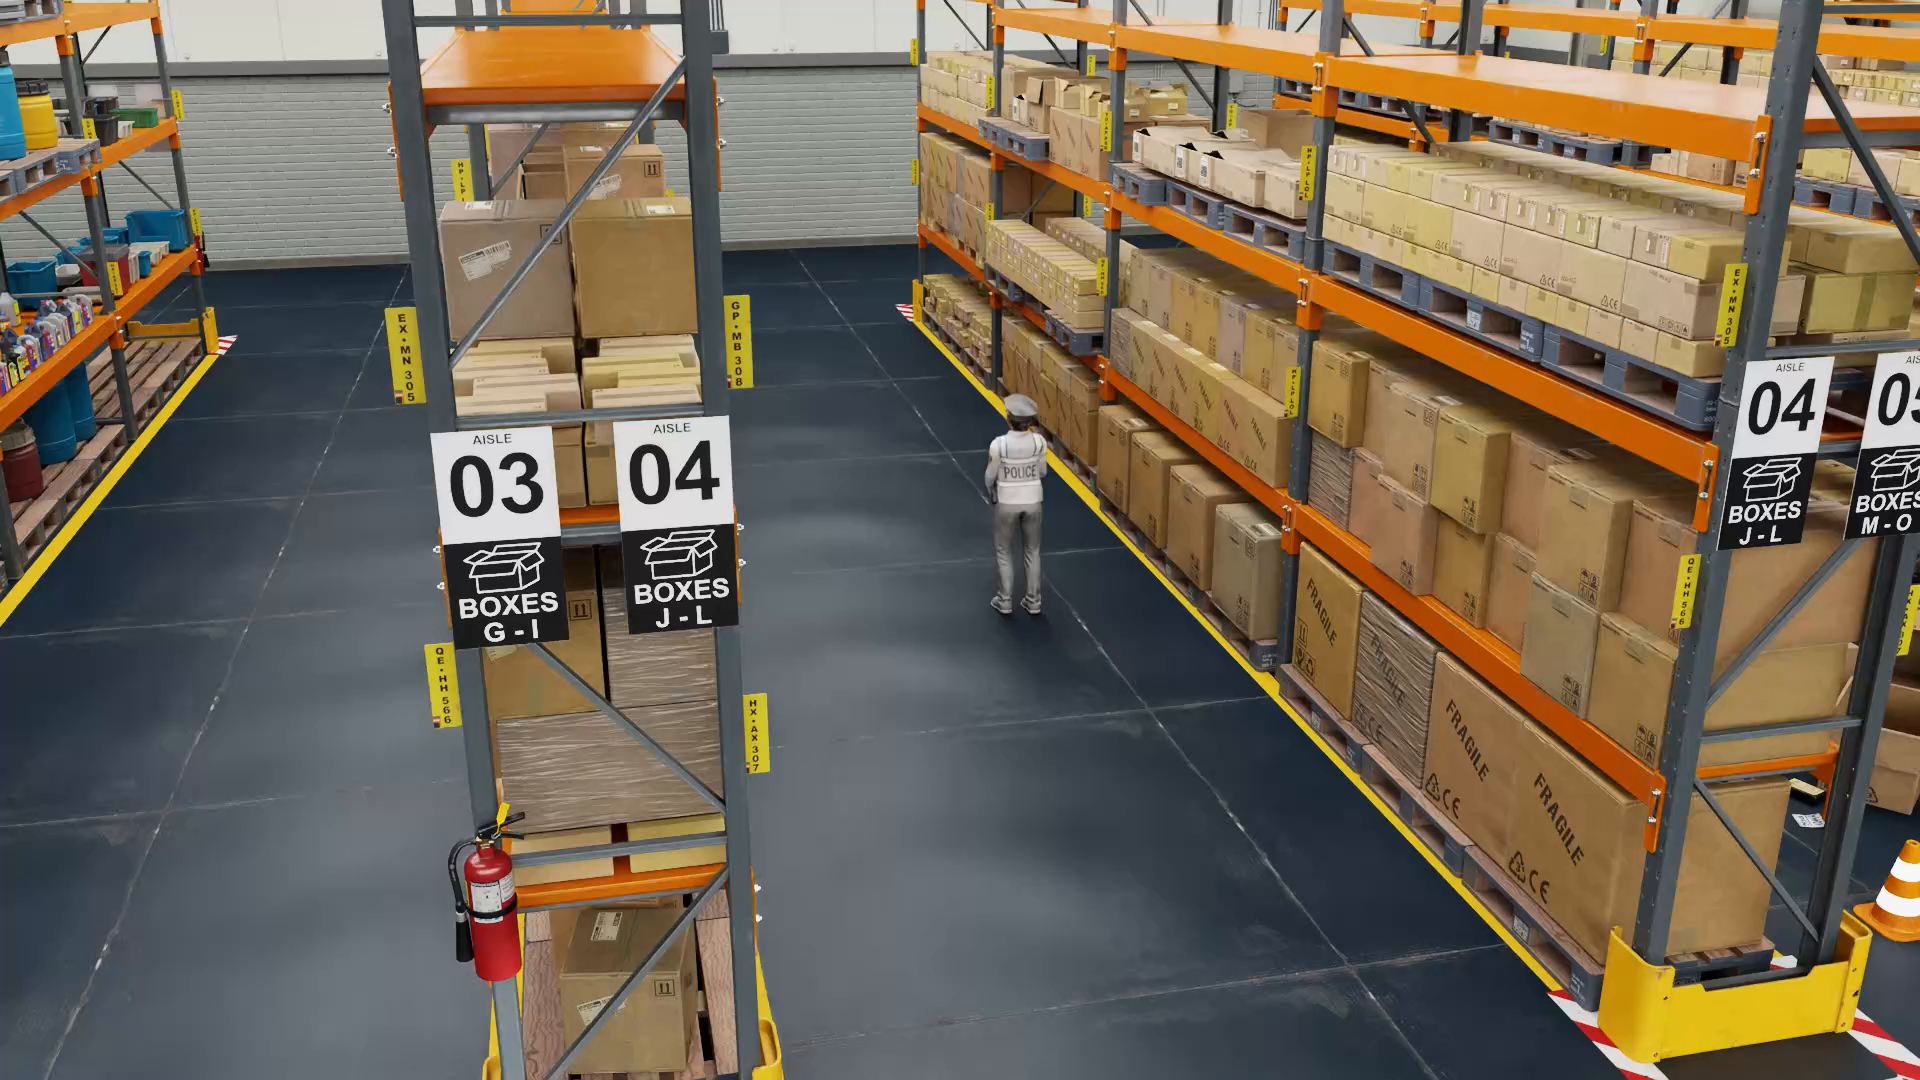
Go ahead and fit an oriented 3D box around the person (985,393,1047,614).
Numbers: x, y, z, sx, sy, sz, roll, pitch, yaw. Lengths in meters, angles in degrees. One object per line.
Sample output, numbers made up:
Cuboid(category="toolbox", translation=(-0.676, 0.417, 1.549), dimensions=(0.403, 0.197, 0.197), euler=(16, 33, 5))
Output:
Cuboid(category="person", translation=(0.409, -0.278, 12.315), dimensions=(0.459, 1.690, 0.532), euler=(-4, 20, -12))
